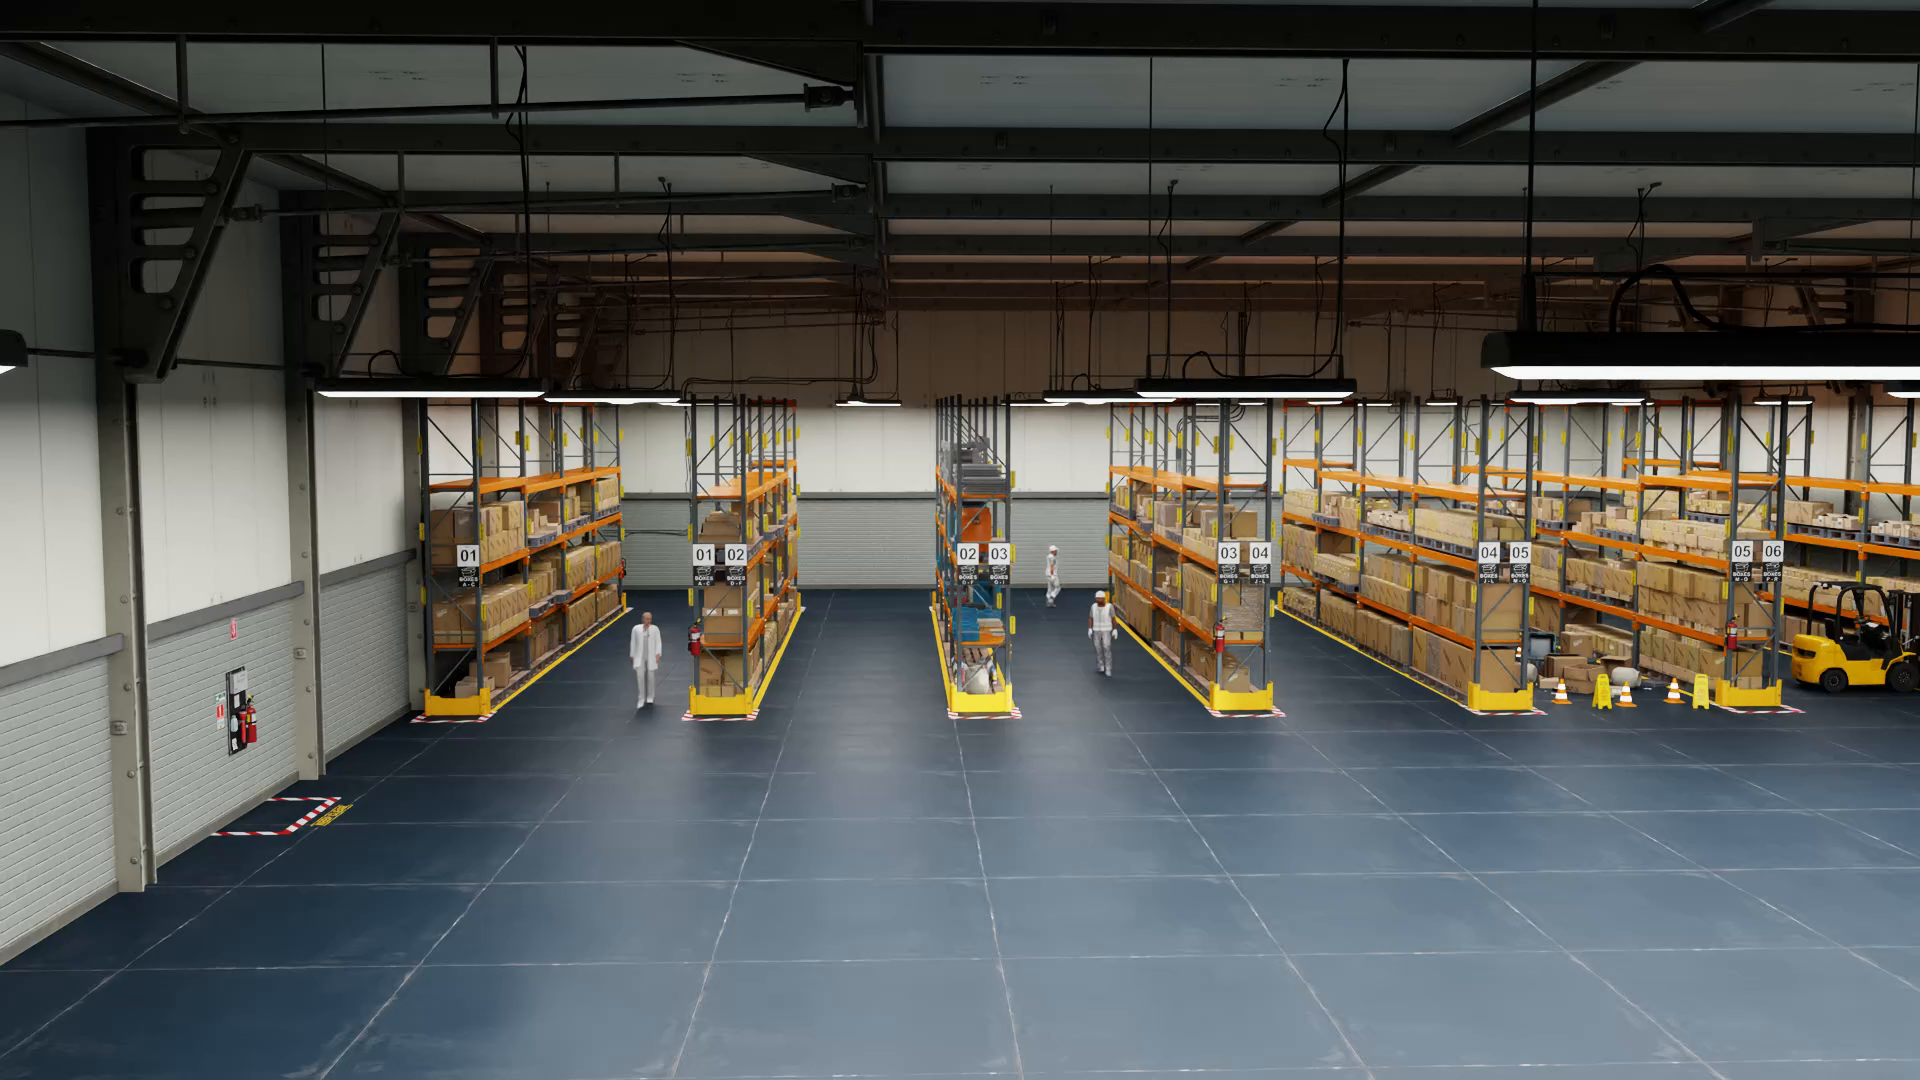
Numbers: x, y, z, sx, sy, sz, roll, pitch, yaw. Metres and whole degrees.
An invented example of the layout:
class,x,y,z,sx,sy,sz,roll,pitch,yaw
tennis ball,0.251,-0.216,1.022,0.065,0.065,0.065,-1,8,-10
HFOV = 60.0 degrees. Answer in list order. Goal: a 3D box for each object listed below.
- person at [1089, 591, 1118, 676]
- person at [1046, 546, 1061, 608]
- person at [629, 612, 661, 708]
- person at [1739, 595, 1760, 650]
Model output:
class,x,y,z,sx,sy,sz,roll,pitch,yaw
person,3.058,2.002,36.000,0.643,1.788,0.642,2,5,26
person,2.673,1.052,48.005,0.400,1.786,0.595,-1,5,-11
person,-6.074,2.374,32.200,0.609,1.692,0.731,-1,5,-15
person,17.226,2.050,36.128,0.513,1.769,0.613,-1,5,-8
